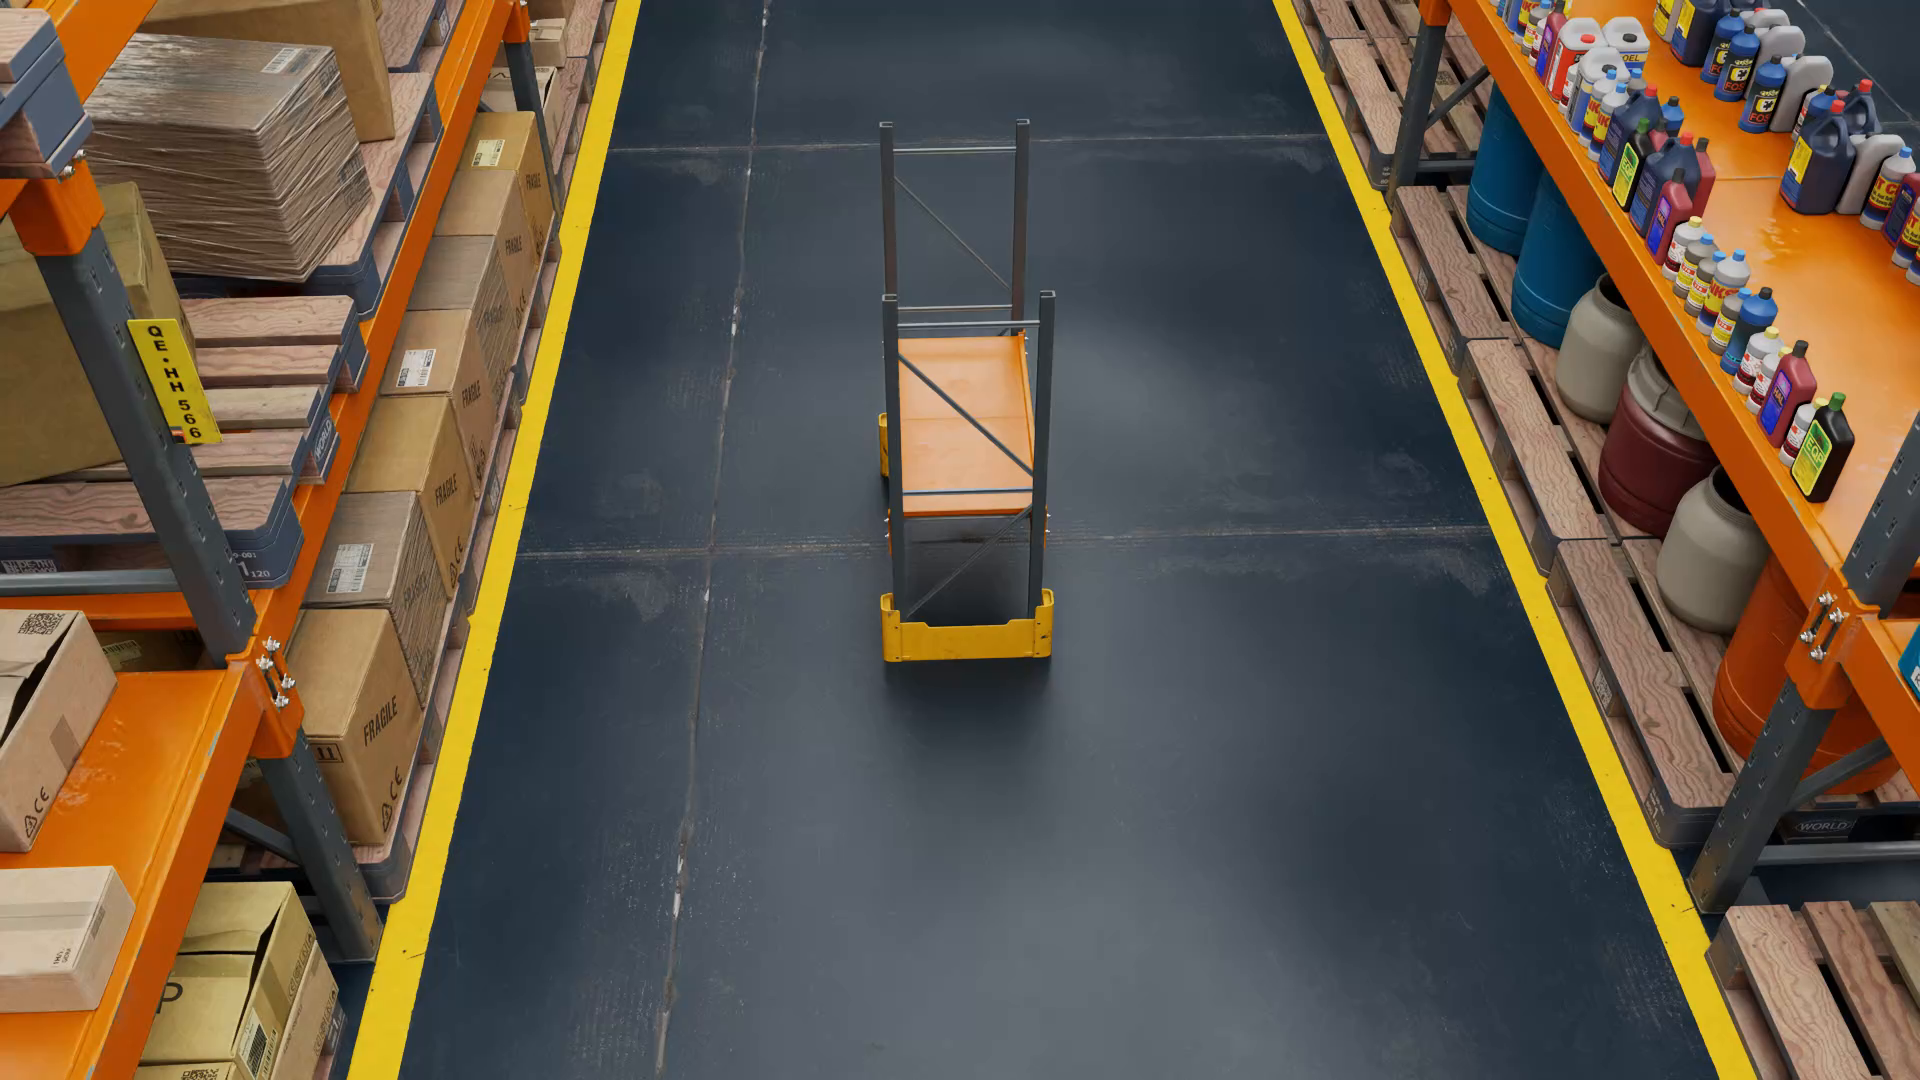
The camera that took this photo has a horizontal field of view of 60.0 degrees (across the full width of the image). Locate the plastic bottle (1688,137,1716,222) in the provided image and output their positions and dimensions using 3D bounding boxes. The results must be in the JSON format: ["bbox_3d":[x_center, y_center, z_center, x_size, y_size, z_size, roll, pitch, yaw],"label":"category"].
[{"bbox_3d":[2.372,-1.146,5.367,0.061,0.283,0.133,-2,43,-2],"label":"plastic bottle"}]

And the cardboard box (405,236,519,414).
[{"bbox_3d":[-2.051,-0.832,6.462,0.500,0.500,0.500,-1,43,-1],"label":"cardboard box"}]

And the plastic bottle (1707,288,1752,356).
[{"bbox_3d":[2.275,-0.647,4.883,0.097,0.201,0.097,0,43,0],"label":"plastic bottle"}]

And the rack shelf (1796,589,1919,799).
[{"bbox_3d":[2.813,1.587,2.831,1.077,0.370,4.000,-2,43,-2],"label":"rack shelf"}]

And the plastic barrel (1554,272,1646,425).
[{"bbox_3d":[2.529,-0.737,6.364,0.421,0.512,0.421,0,43,0],"label":"plastic barrel"}]

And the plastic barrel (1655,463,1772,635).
[{"bbox_3d":[2.577,0.026,5.532,0.421,0.512,0.421,0,43,0],"label":"plastic barrel"}]

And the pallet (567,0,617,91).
[{"bbox_3d":[-2.474,-2.850,9.203,1.003,0.211,1.213,-2,43,-2],"label":"pallet"}]

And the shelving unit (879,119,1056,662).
[{"bbox_3d":[0.003,-0.501,5.687,0.587,1.500,1.083,-2,43,-2],"label":"shelving unit"}]

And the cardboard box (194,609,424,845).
[{"bbox_3d":[-1.955,0.555,4.949,0.500,0.500,0.500,0,43,0],"label":"cardboard box"}]

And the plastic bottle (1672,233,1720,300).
[{"bbox_3d":[2.263,-0.844,5.098,0.097,0.201,0.097,0,43,0],"label":"plastic bottle"}]

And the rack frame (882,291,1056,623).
[{"bbox_3d":[0.025,-0.152,5.306,0.500,1.500,0.032,-2,43,-2],"label":"rack frame"}]

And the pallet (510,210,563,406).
[{"bbox_3d":[-2.319,-1.013,7.199,1.003,0.211,1.213,-2,43,-2],"label":"pallet"}]

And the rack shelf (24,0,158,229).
[{"bbox_3d":[-2.306,-2.079,4.611,1.077,0.370,4.000,-2,43,-2],"label":"rack shelf"}]

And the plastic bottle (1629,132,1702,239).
[{"bbox_3d":[2.271,-1.151,5.322,0.144,0.351,0.185,-2,43,-2],"label":"plastic bottle"}]

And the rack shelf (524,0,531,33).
[{"bbox_3d":[-2.476,-3.674,8.571,1.077,0.370,4.000,-2,43,-2],"label":"rack shelf"}]

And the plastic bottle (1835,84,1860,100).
[{"bbox_3d":[3.005,-1.439,5.687,0.061,0.283,0.133,-2,43,-2],"label":"plastic bottle"}]

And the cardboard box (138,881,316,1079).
[{"bbox_3d":[-1.953,1.110,4.128,0.500,0.311,0.500,-1,43,-1],"label":"cardboard box"}]

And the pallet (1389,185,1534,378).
[{"bbox_3d":[2.549,-1.178,7.379,1.003,0.211,1.213,-2,43,-2],"label":"pallet"}]

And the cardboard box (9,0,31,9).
[{"bbox_3d":[-2.274,-1.325,3.181,0.910,0.500,0.500,-2,43,-2],"label":"cardboard box"}]

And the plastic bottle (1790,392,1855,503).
[{"bbox_3d":[2.284,-0.246,4.385,0.061,0.283,0.133,-2,43,-2],"label":"plastic bottle"}]

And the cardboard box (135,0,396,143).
[{"bbox_3d":[-2.255,-1.590,5.379,0.700,0.500,0.500,-12,44,-13],"label":"cardboard box"}]

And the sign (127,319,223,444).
[{"bbox_3d":[-1.667,-0.333,3.537,0.100,0.325,0.005,-2,43,-2],"label":"sign"}]

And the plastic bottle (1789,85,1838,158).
[{"bbox_3d":[2.927,-1.420,5.675,0.097,0.271,0.097,0,43,0],"label":"plastic bottle"}]

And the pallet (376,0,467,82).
[{"bbox_3d":[-2.466,-1.975,6.327,1.003,0.211,1.213,-2,43,-2],"label":"pallet"}]

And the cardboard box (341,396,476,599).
[{"bbox_3d":[-1.999,-0.137,5.704,0.500,0.500,0.500,-2,43,-2],"label":"cardboard box"}]

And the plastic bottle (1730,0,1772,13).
[{"bbox_3d":[2.932,-1.974,6.221,0.144,0.351,0.185,-2,43,-2],"label":"plastic bottle"}]

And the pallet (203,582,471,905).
[{"bbox_3d":[-2.215,0.634,5.402,1.003,0.211,1.213,-2,43,-2],"label":"pallet"}]

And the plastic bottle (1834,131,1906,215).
[{"bbox_3d":[2.973,-1.220,5.453,0.152,0.276,0.135,-2,43,-2],"label":"plastic bottle"}]

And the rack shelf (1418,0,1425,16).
[{"bbox_3d":[2.473,-3.813,8.723,1.077,0.370,4.000,-2,43,-2],"label":"rack shelf"}]

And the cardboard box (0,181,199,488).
[{"bbox_3d":[-2.361,-0.502,4.193,0.700,0.500,0.500,-15,45,-16],"label":"cardboard box"}]

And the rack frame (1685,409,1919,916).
[{"bbox_3d":[2.728,-0.028,4.061,1.000,3.000,0.127,-2,43,-2],"label":"rack frame"}]

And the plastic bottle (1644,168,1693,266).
[{"bbox_3d":[2.236,-1.017,5.226,0.061,0.283,0.133,-2,43,-2],"label":"plastic bottle"}]

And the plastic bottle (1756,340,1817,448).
[{"bbox_3d":[2.274,-0.402,4.555,0.061,0.283,0.133,-2,43,-2],"label":"plastic bottle"}]

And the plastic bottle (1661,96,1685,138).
[{"bbox_3d":[2.376,-1.370,5.619,0.097,0.271,0.097,0,43,0],"label":"plastic bottle"}]

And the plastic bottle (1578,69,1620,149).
[{"bbox_3d":[2.224,-1.497,5.758,0.097,0.271,0.097,0,43,0],"label":"plastic bottle"}]

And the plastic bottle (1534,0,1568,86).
[{"bbox_3d":[2.185,-1.826,6.109,0.061,0.283,0.133,-2,43,-2],"label":"plastic bottle"}]

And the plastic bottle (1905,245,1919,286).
[{"bbox_3d":[3.020,-0.919,5.128,0.097,0.271,0.097,0,43,0],"label":"plastic bottle"}]

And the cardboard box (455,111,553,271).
[{"bbox_3d":[-2.084,-1.505,7.196,0.500,0.500,0.500,-2,43,-2],"label":"cardboard box"}]

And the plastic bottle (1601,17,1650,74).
[{"bbox_3d":[2.388,-1.739,6.019,0.152,0.276,0.135,-2,43,-2],"label":"plastic bottle"}]

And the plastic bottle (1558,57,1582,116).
[{"bbox_3d":[2.214,-1.628,5.953,0.097,0.201,0.097,0,43,0],"label":"plastic bottle"}]

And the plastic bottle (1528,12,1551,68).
[{"bbox_3d":[2.198,-1.874,6.222,0.097,0.201,0.097,0,43,0],"label":"plastic bottle"}]

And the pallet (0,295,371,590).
[{"bbox_3d":[-2.320,-0.273,4.470,1.213,0.211,1.003,-2,43,-2],"label":"pallet"}]

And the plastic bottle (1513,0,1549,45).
[{"bbox_3d":[2.190,-2.031,6.342,0.097,0.271,0.097,0,43,0],"label":"plastic bottle"}]

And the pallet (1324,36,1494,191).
[{"bbox_3d":[2.488,-2.196,8.489,1.003,0.211,1.213,-2,43,-2],"label":"pallet"}]

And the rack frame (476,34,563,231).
[{"bbox_3d":[-2.391,-2.589,6.854,1.000,3.000,0.127,-2,43,-2],"label":"rack frame"}]

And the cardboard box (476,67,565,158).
[{"bbox_3d":[-2.193,-2.049,7.930,0.500,0.311,0.500,-2,43,-2],"label":"cardboard box"}]

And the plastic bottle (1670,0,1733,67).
[{"bbox_3d":[2.788,-1.970,6.216,0.144,0.351,0.185,-2,43,-2],"label":"plastic bottle"}]

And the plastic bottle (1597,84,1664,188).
[{"bbox_3d":[2.257,-1.366,5.557,0.144,0.351,0.185,-2,43,-2],"label":"plastic bottle"}]

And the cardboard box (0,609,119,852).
[{"bbox_3d":[-2.250,0.391,3.669,0.500,0.311,0.500,1,43,1],"label":"cardboard box"}]

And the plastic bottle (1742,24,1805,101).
[{"bbox_3d":[2.940,-1.748,6.029,0.152,0.276,0.135,-2,43,-2],"label":"plastic bottle"}]

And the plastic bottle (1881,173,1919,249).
[{"bbox_3d":[3.029,-1.068,5.281,0.061,0.283,0.133,-2,43,-2],"label":"plastic bottle"}]

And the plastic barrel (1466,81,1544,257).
[{"bbox_3d":[2.564,-1.742,7.173,0.600,0.901,0.708,-2,43,-2],"label":"plastic barrel"}]

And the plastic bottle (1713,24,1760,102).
[{"bbox_3d":[2.816,-1.730,6.013,0.097,0.271,0.097,0,43,0],"label":"plastic bottle"}]

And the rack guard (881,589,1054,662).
[{"bbox_3d":[0.024,0.296,5.743,0.587,0.250,0.087,-2,43,-2],"label":"rack guard"}]

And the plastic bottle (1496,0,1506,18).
[{"bbox_3d":[2.180,-2.188,6.512,0.097,0.271,0.097,0,43,0],"label":"plastic bottle"}]

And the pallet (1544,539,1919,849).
[{"bbox_3d":[2.653,0.469,5.582,1.003,0.211,1.213,-2,43,-2],"label":"pallet"}]

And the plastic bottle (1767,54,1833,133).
[{"bbox_3d":[2.950,-1.591,5.858,0.152,0.276,0.135,-2,43,-2],"label":"plastic bottle"}]

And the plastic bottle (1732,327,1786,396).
[{"bbox_3d":[2.284,-0.516,4.740,0.097,0.201,0.097,0,43,0],"label":"plastic bottle"}]

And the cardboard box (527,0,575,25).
[{"bbox_3d":[-2.476,-3.099,8.933,0.797,0.503,0.637,-2,43,-2],"label":"cardboard box"}]
